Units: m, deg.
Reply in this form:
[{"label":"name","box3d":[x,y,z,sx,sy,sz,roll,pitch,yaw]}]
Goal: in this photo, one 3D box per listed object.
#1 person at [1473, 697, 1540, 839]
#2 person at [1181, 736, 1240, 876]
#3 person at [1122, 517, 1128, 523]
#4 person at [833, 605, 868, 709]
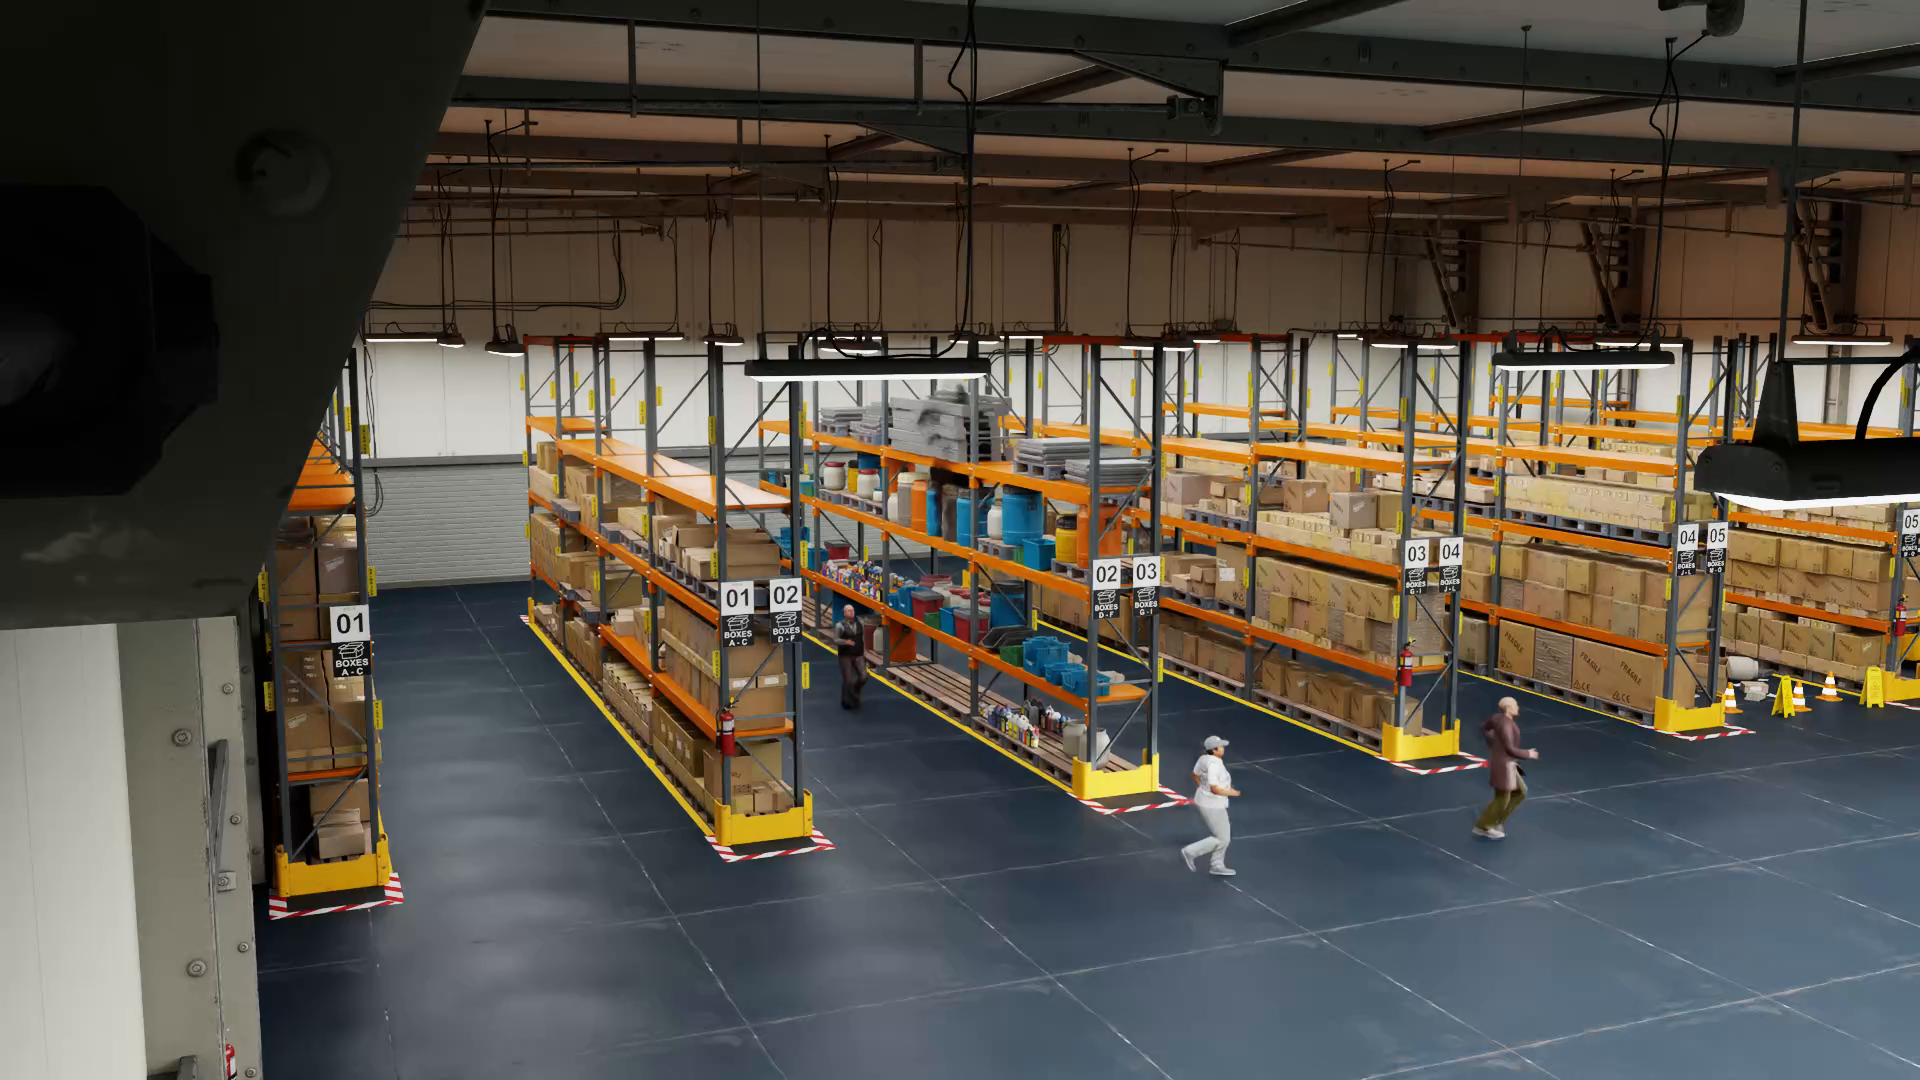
[{"label":"person","box3d":[6.660,2.786,20.262,0.744,1.798,0.732,2,8,11]},{"label":"person","box3d":[2.827,3.023,18.897,0.674,1.630,0.613,-1,8,-6]},{"label":"person","box3d":[3.765,0.280,39.381,0.759,1.646,0.589,1,8,6]},{"label":"person","box3d":[-1.735,1.910,26.977,0.642,1.717,0.647,-4,9,-29]}]
